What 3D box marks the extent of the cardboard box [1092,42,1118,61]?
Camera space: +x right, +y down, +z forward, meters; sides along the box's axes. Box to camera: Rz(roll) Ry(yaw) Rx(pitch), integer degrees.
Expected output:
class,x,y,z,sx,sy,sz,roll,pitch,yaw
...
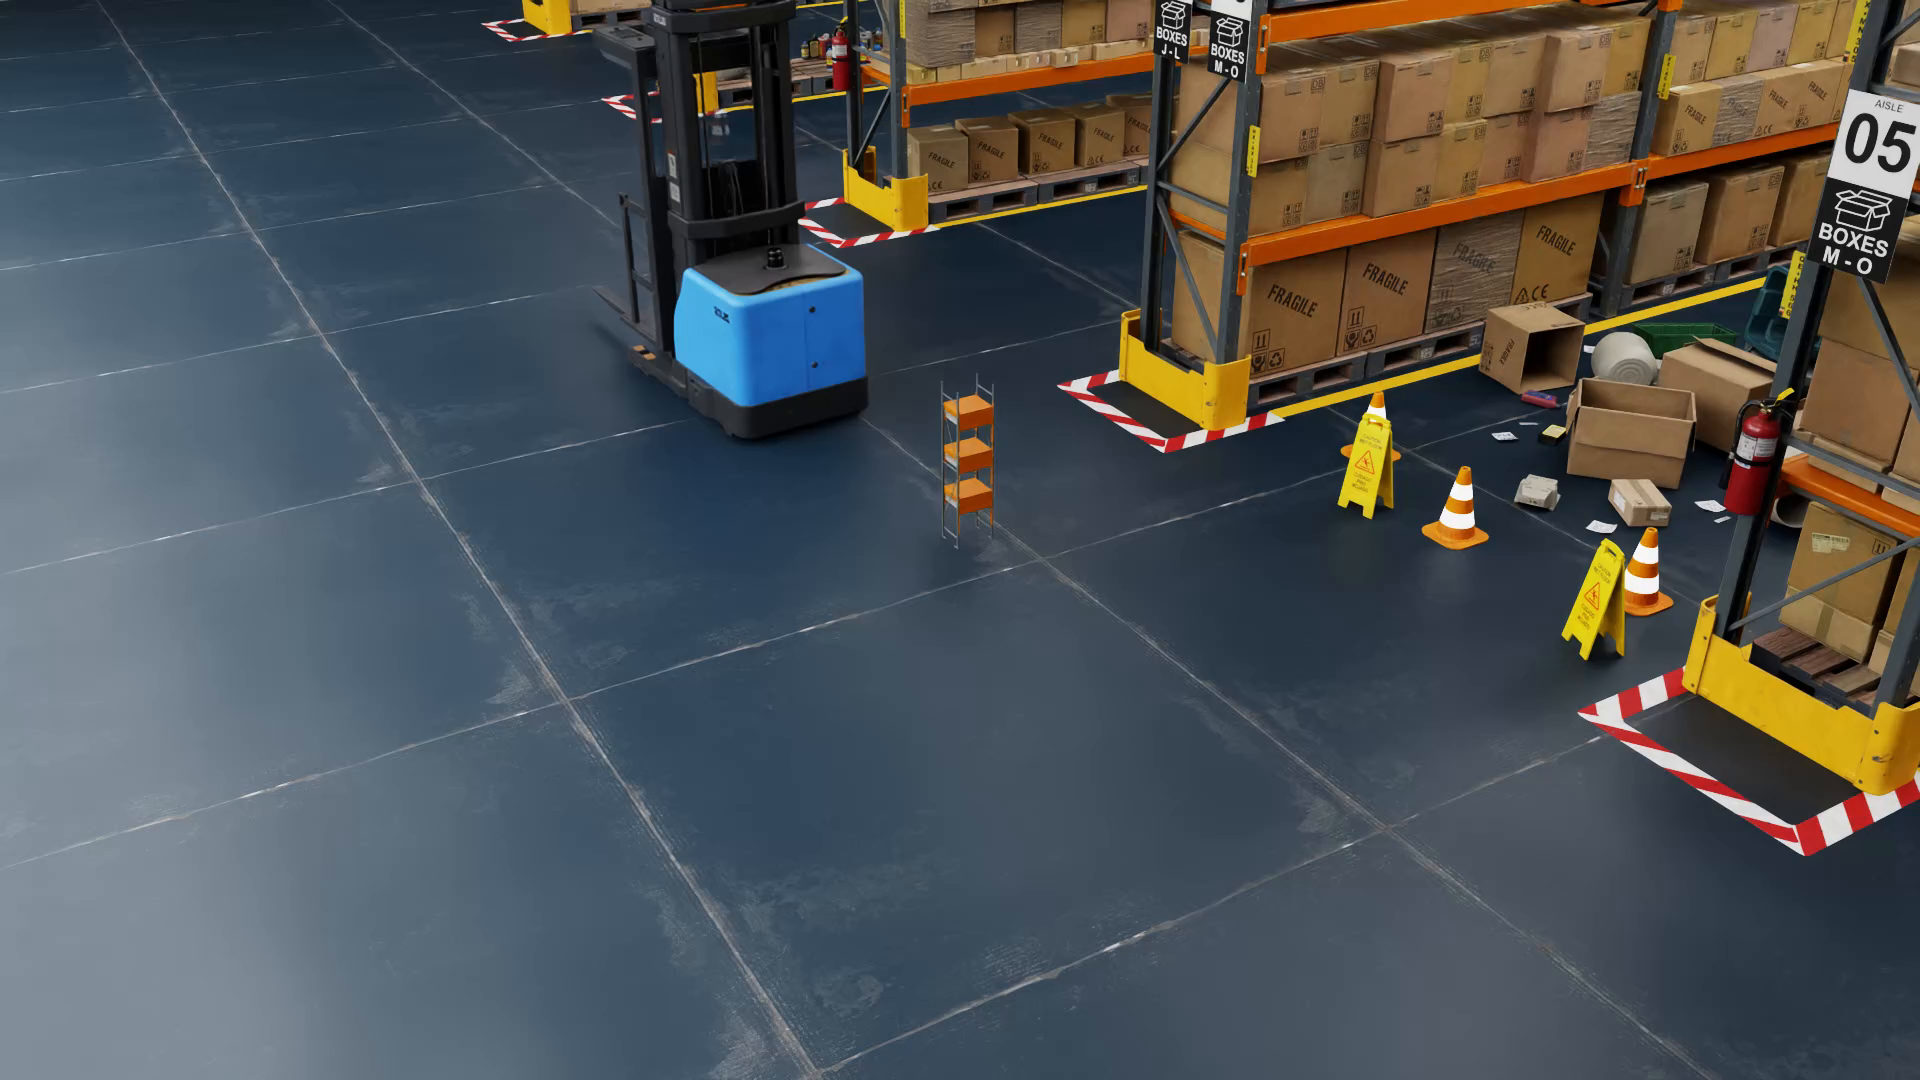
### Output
class,x,y,z,sx,sy,sz,roll,pitch,yaw
cardboard box,1.327,-4.785,16.175,0.250,0.149,0.380,-16,33,-26

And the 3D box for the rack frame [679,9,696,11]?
class,x,y,z,sx,sy,sz,roll,pitch,yaw
rack frame,-3.294,-6.516,19.050,0.127,3.000,1.000,-16,33,-26

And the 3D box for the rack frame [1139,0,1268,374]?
class,x,y,z,sx,sy,sz,roll,pitch,yaw
rack frame,1.641,-2.361,11.522,0.127,3.000,1.000,-16,33,-26

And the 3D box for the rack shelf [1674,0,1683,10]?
class,x,y,z,sx,sy,sz,roll,pitch,yaw
rack shelf,6.814,-4.828,13.633,4.000,0.370,1.077,-16,33,-26

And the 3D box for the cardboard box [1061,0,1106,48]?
class,x,y,z,sx,sy,sz,roll,pitch,yaw
cardboard box,0.963,-5.144,16.153,0.500,0.500,0.875,-16,33,-26

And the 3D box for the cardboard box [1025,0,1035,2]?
class,x,y,z,sx,sy,sz,roll,pitch,yaw
cardboard box,0.692,-5.328,15.451,0.500,0.500,0.500,-16,33,-26

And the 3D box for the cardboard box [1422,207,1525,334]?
class,x,y,z,sx,sy,sz,roll,pitch,yaw
cardboard box,3.737,-2.247,13.080,0.875,0.875,0.875,-16,33,-26

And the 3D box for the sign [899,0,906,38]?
class,x,y,z,sx,sy,sz,roll,pitch,yaw
sign,-0.510,-4.605,14.693,0.005,0.325,0.100,-16,33,-26

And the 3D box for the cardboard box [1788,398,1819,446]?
class,x,y,z,sx,sy,sz,roll,pitch,yaw
cardboard box,5.895,-0.801,11.524,0.258,0.266,0.396,10,30,17

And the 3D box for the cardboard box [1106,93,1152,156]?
class,x,y,z,sx,sy,sz,roll,pitch,yaw
cardboard box,1.809,-4.296,17.181,0.500,0.500,0.500,-6,29,-11

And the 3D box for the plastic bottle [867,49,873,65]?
class,x,y,z,sx,sy,sz,roll,pitch,yaw
plastic bottle,-1.106,-5.930,20.429,0.097,0.201,0.097,0,29,0

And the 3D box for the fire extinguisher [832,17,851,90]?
class,x,y,z,sx,sy,sz,roll,pitch,yaw
fire extinguisher,-1.117,-4.582,15.627,0.183,0.674,0.296,-16,33,-26

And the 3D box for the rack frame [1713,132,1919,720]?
class,x,y,z,sx,sy,sz,roll,pitch,yaw
rack frame,4.236,-0.324,7.831,0.127,3.000,1.000,-16,33,-26

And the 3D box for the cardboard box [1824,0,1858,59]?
class,x,y,z,sx,sy,sz,roll,pitch,yaw
cardboard box,7.269,-4.444,14.159,0.500,0.500,0.700,-16,33,-27

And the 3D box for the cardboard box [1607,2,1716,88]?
class,x,y,z,sx,sy,sz,roll,pitch,yaw
cardboard box,5.515,-3.946,13.256,0.500,0.500,0.700,-16,33,-27

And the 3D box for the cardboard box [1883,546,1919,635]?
class,x,y,z,sx,sy,sz,roll,pitch,yaw
cardboard box,5.091,0.279,8.372,0.500,0.500,0.500,-17,33,-28

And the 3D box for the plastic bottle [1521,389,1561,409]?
class,x,y,z,sx,sy,sz,roll,pitch,yaw
plastic bottle,4.258,-1.020,12.134,0.283,0.061,0.133,22,36,34

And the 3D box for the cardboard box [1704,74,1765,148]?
class,x,y,z,sx,sy,sz,roll,pitch,yaw
cardboard box,6.114,-3.525,13.527,0.500,0.500,0.500,-16,32,-26

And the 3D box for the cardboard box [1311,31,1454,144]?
class,x,y,z,sx,sy,sz,roll,pitch,yaw
cardboard box,2.959,-3.228,11.820,0.550,0.550,0.875,-16,33,-26

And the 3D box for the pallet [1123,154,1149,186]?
class,x,y,z,sx,sy,sz,roll,pitch,yaw
pallet,2.103,-4.031,17.435,1.213,0.211,1.003,-16,33,-26

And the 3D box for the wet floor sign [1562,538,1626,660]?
class,x,y,z,sx,sy,sz,roll,pitch,yaw
wet floor sign,3.530,0.308,9.123,0.232,0.644,0.267,-5,29,-9

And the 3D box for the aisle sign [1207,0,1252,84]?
class,x,y,z,sx,sy,sz,roll,pitch,yaw
aisle sign,1.732,-3.357,10.636,0.004,0.787,0.394,-16,33,-26

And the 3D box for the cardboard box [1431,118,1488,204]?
class,x,y,z,sx,sy,sz,roll,pitch,yaw
cardboard box,3.383,-2.912,12.365,0.500,0.550,0.875,-16,33,-26

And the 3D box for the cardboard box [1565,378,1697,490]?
class,x,y,z,sx,sy,sz,roll,pitch,yaw
cardboard box,4.467,-0.716,11.124,0.797,0.503,0.637,10,30,17

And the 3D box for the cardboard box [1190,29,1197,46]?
class,x,y,z,sx,sy,sz,roll,pitch,yaw
cardboard box,2.161,-5.053,16.660,0.250,0.149,0.380,-16,33,-26

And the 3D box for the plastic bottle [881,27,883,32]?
class,x,y,z,sx,sy,sz,roll,pitch,yaw
plastic bottle,-0.914,-6.457,21.229,0.185,0.351,0.144,-17,33,-28

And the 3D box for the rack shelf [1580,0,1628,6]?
class,x,y,z,sx,sy,sz,roll,pitch,yaw
rack shelf,7.837,-6.585,19.921,4.000,0.370,1.077,-16,33,-26

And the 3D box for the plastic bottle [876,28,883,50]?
class,x,y,z,sx,sy,sz,roll,pitch,yaw
plastic bottle,-1.022,-6.370,21.155,0.097,0.271,0.097,0,29,0

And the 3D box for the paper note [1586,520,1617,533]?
class,x,y,z,sx,sy,sz,roll,pitch,yaw
paper note,4.042,-0.085,10.470,0.148,0.019,0.142,22,36,34

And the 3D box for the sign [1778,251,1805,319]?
class,x,y,z,sx,sy,sz,roll,pitch,yaw
sign,3.972,-1.205,7.902,0.005,0.325,0.100,-16,33,-26

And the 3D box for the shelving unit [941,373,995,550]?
class,x,y,z,sx,sy,sz,roll,pitch,yaw
shelving unit,0.046,-0.473,10.118,0.252,1.050,0.215,-16,33,-26

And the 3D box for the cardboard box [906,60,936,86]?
class,x,y,z,sx,sy,sz,roll,pitch,yaw
cardboard box,-0.418,-4.313,15.318,0.250,0.149,0.380,-16,33,-26

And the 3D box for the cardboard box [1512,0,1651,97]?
class,x,y,z,sx,sy,sz,roll,pitch,yaw
cardboard box,4.754,-3.803,12.862,0.550,0.550,0.875,-16,33,-26

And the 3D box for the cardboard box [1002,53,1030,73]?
class,x,y,z,sx,sy,sz,roll,pitch,yaw
cardboard box,0.454,-4.549,15.747,0.250,0.149,0.380,-16,33,-26

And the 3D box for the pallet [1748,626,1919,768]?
class,x,y,z,sx,sy,sz,roll,pitch,yaw
pallet,5.020,0.694,8.872,1.213,0.211,1.003,-16,33,-26

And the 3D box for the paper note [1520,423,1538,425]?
class,x,y,z,sx,sy,sz,roll,pitch,yaw
paper note,4.049,-0.828,11.838,0.123,0.001,0.032,0,29,0

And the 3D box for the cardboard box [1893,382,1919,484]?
class,x,y,z,sx,sy,sz,roll,pitch,yaw
cardboard box,4.785,-0.498,7.735,0.500,0.500,0.500,-16,33,-27

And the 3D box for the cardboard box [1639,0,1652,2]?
class,x,y,z,sx,sy,sz,roll,pitch,yaw
cardboard box,8.250,-6.259,20.350,0.875,0.875,1.225,-17,33,-28

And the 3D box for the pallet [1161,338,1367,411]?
class,x,y,z,sx,sy,sz,roll,pitch,yaw
pallet,2.291,-1.369,12.610,1.213,0.211,1.003,-16,33,-26

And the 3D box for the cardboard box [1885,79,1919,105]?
class,x,y,z,sx,sy,sz,roll,pitch,yaw
cardboard box,4.540,-1.939,7.501,0.500,0.250,0.500,-16,33,-27

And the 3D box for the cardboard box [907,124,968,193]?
class,x,y,z,sx,sy,sz,roll,pitch,yaw
cardboard box,-0.238,-3.688,16.078,0.500,0.500,0.500,-10,30,-17

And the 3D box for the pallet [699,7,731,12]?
class,x,y,z,sx,sy,sz,roll,pitch,yaw
pallet,-4.112,-7.860,24.373,1.213,0.211,1.003,-16,33,-26

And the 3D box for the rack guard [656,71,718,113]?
class,x,y,z,sx,sy,sz,roll,pitch,yaw
rack guard,-3.252,-5.459,19.723,0.348,0.500,1.175,-16,33,-26

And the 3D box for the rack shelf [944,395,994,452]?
class,x,y,z,sx,sy,sz,roll,pitch,yaw
rack shelf,0.046,-0.712,9.986,0.240,0.259,0.215,-16,33,-26

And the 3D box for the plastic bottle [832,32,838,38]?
class,x,y,z,sx,sy,sz,roll,pitch,yaw
plastic bottle,-1.582,-6.232,20.900,0.135,0.276,0.152,-17,33,-28

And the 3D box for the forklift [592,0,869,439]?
class,x,y,z,sx,sy,sz,roll,pitch,yaw
forklift,-1.894,-2.646,12.109,1.130,2.935,3.031,-18,34,-29

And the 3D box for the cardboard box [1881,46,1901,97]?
class,x,y,z,sx,sy,sz,roll,pitch,yaw
cardboard box,7.855,-4.020,14.424,0.500,0.500,0.500,-16,33,-26

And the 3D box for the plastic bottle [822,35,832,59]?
class,x,y,z,sx,sy,sz,roll,pitch,yaw
plastic bottle,-1.647,-6.157,20.757,0.133,0.283,0.061,-16,33,-26

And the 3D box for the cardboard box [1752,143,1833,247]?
class,x,y,z,sx,sy,sz,roll,pitch,yaw
cardboard box,7.215,-3.191,14.920,0.750,0.750,1.050,-15,32,-26
